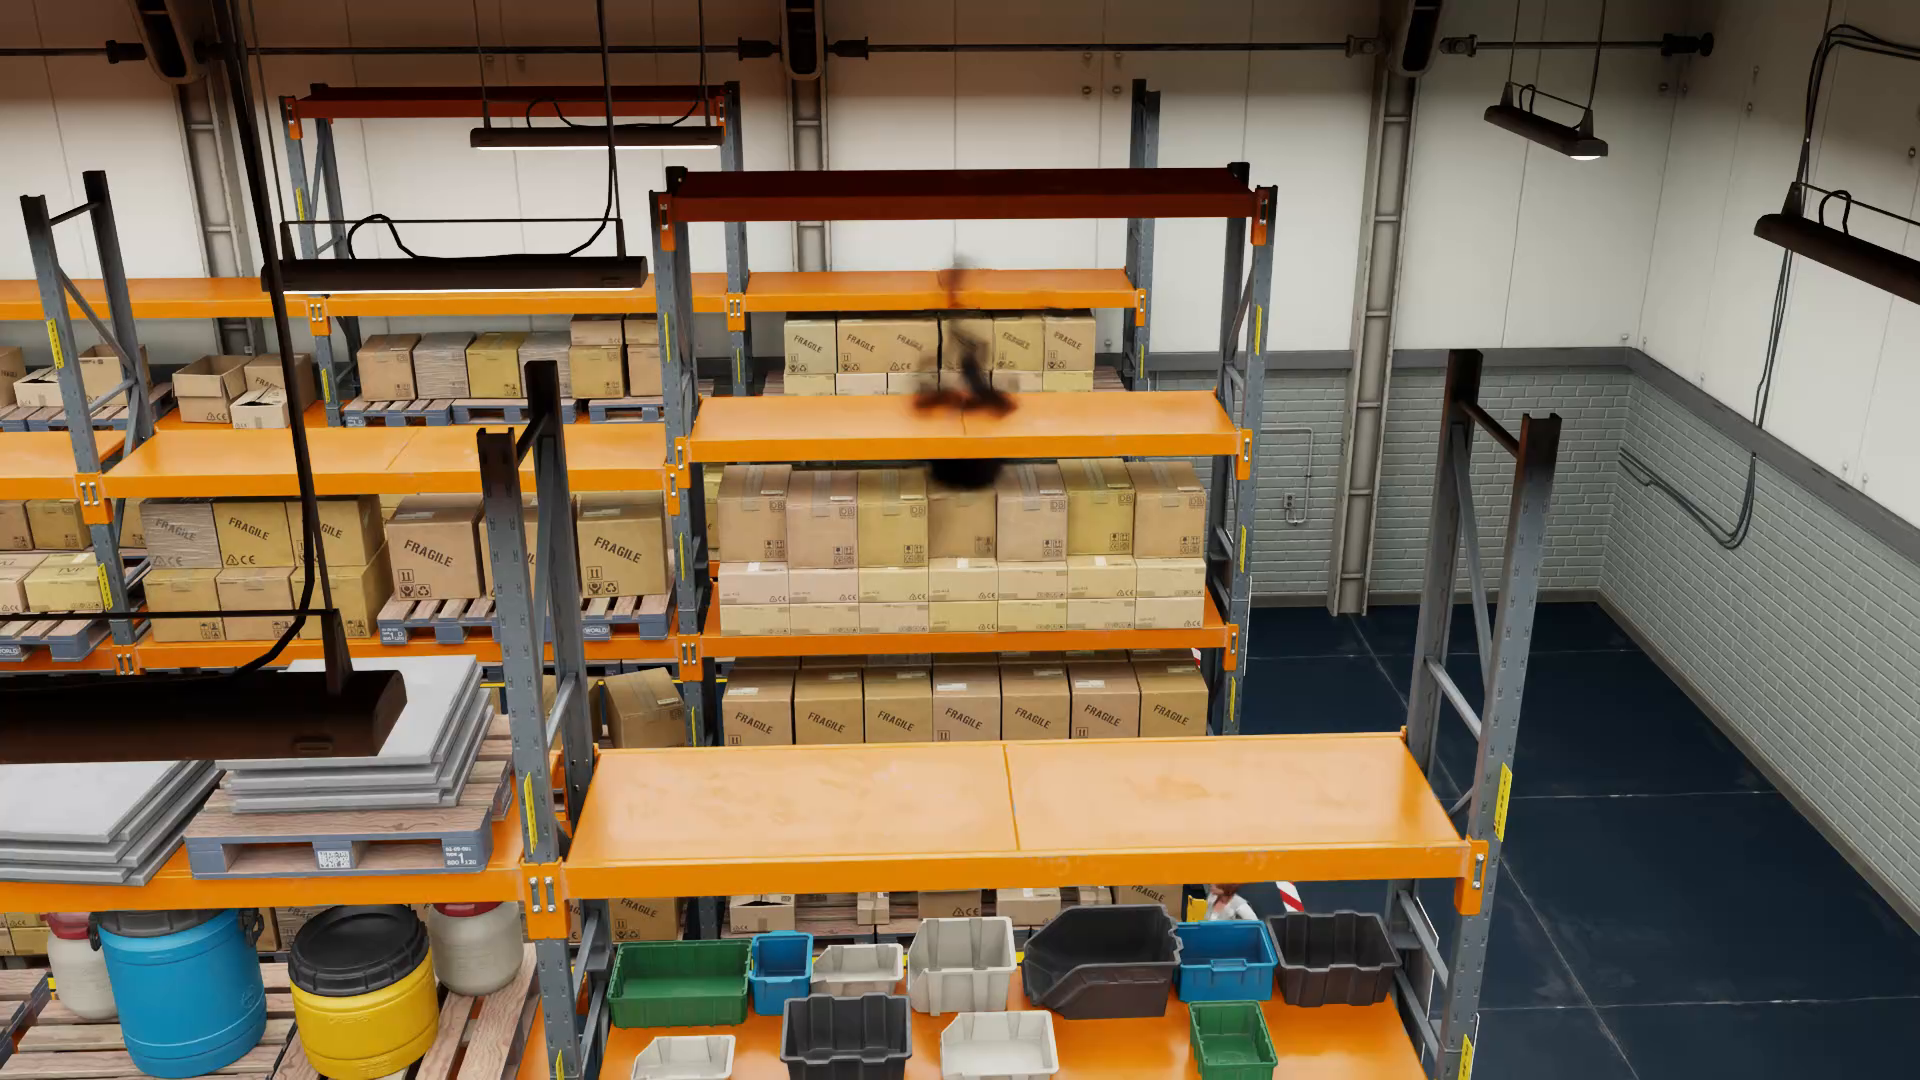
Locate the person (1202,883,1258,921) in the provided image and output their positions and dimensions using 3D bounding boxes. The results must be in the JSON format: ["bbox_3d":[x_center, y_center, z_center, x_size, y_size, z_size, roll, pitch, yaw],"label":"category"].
[{"bbox_3d":[1.880,3.007,11.730,0.510,1.511,0.594,-9,24,-22],"label":"person"}]
